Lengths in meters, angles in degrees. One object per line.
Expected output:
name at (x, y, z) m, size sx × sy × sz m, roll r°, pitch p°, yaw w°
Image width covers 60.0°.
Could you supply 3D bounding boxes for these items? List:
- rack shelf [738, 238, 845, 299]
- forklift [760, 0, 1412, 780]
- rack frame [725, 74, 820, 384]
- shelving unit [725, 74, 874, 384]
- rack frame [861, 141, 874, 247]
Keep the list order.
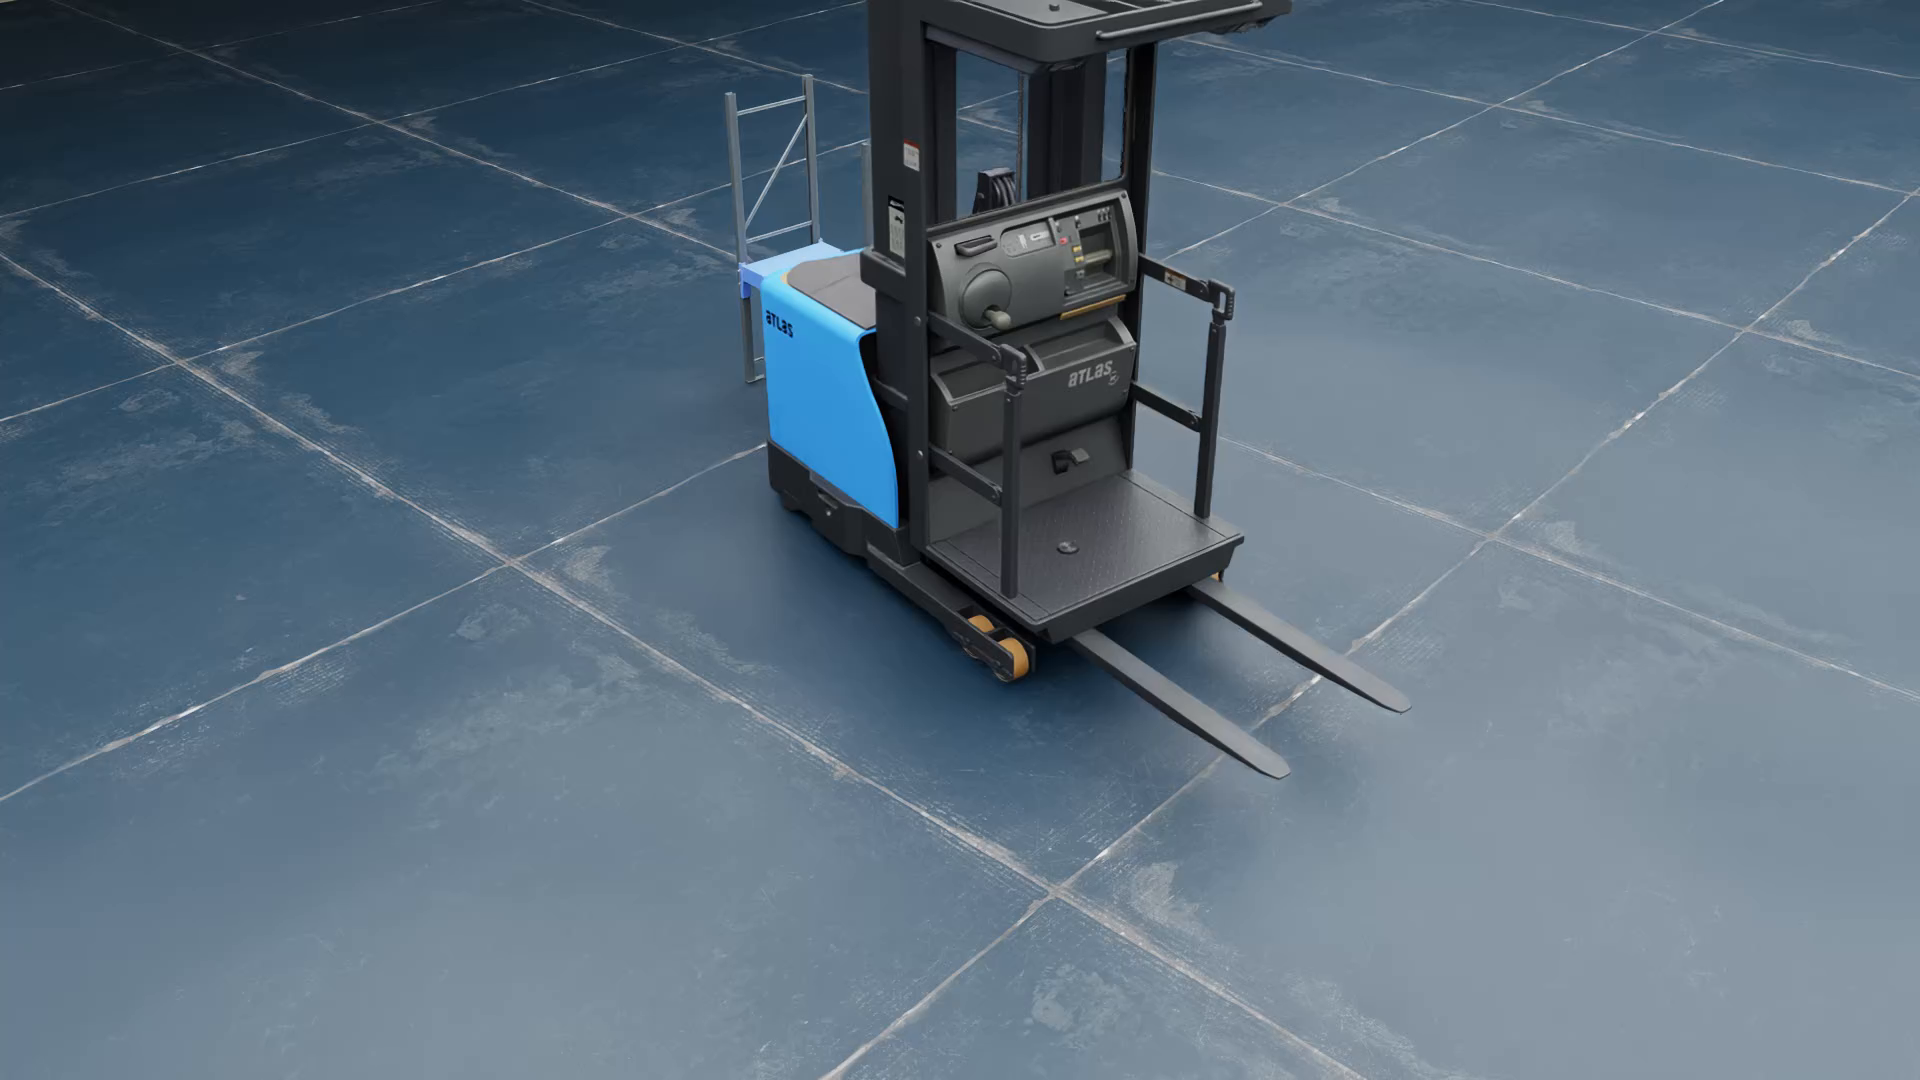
rack shelf at (-0.574, -1.193, 8.127) m, size 0.538 × 0.185 × 1.000 m, roll -25°, pitch 39°, yaw -35°
forklift at (0.420, -1.003, 6.074) m, size 1.130 × 2.935 × 3.031 m, roll -21°, pitch 37°, yaw -31°
rack frame at (-0.914, -1.542, 8.358) m, size 0.500 × 1.500 × 0.032 m, roll -25°, pitch 39°, yaw -35°
shelving unit at (-0.574, -1.347, 8.034) m, size 0.538 × 1.500 × 1.048 m, roll -25°, pitch 39°, yaw -35°
rack frame at (-0.233, -1.153, 7.710) m, size 0.500 × 1.500 × 0.032 m, roll -25°, pitch 39°, yaw -35°
